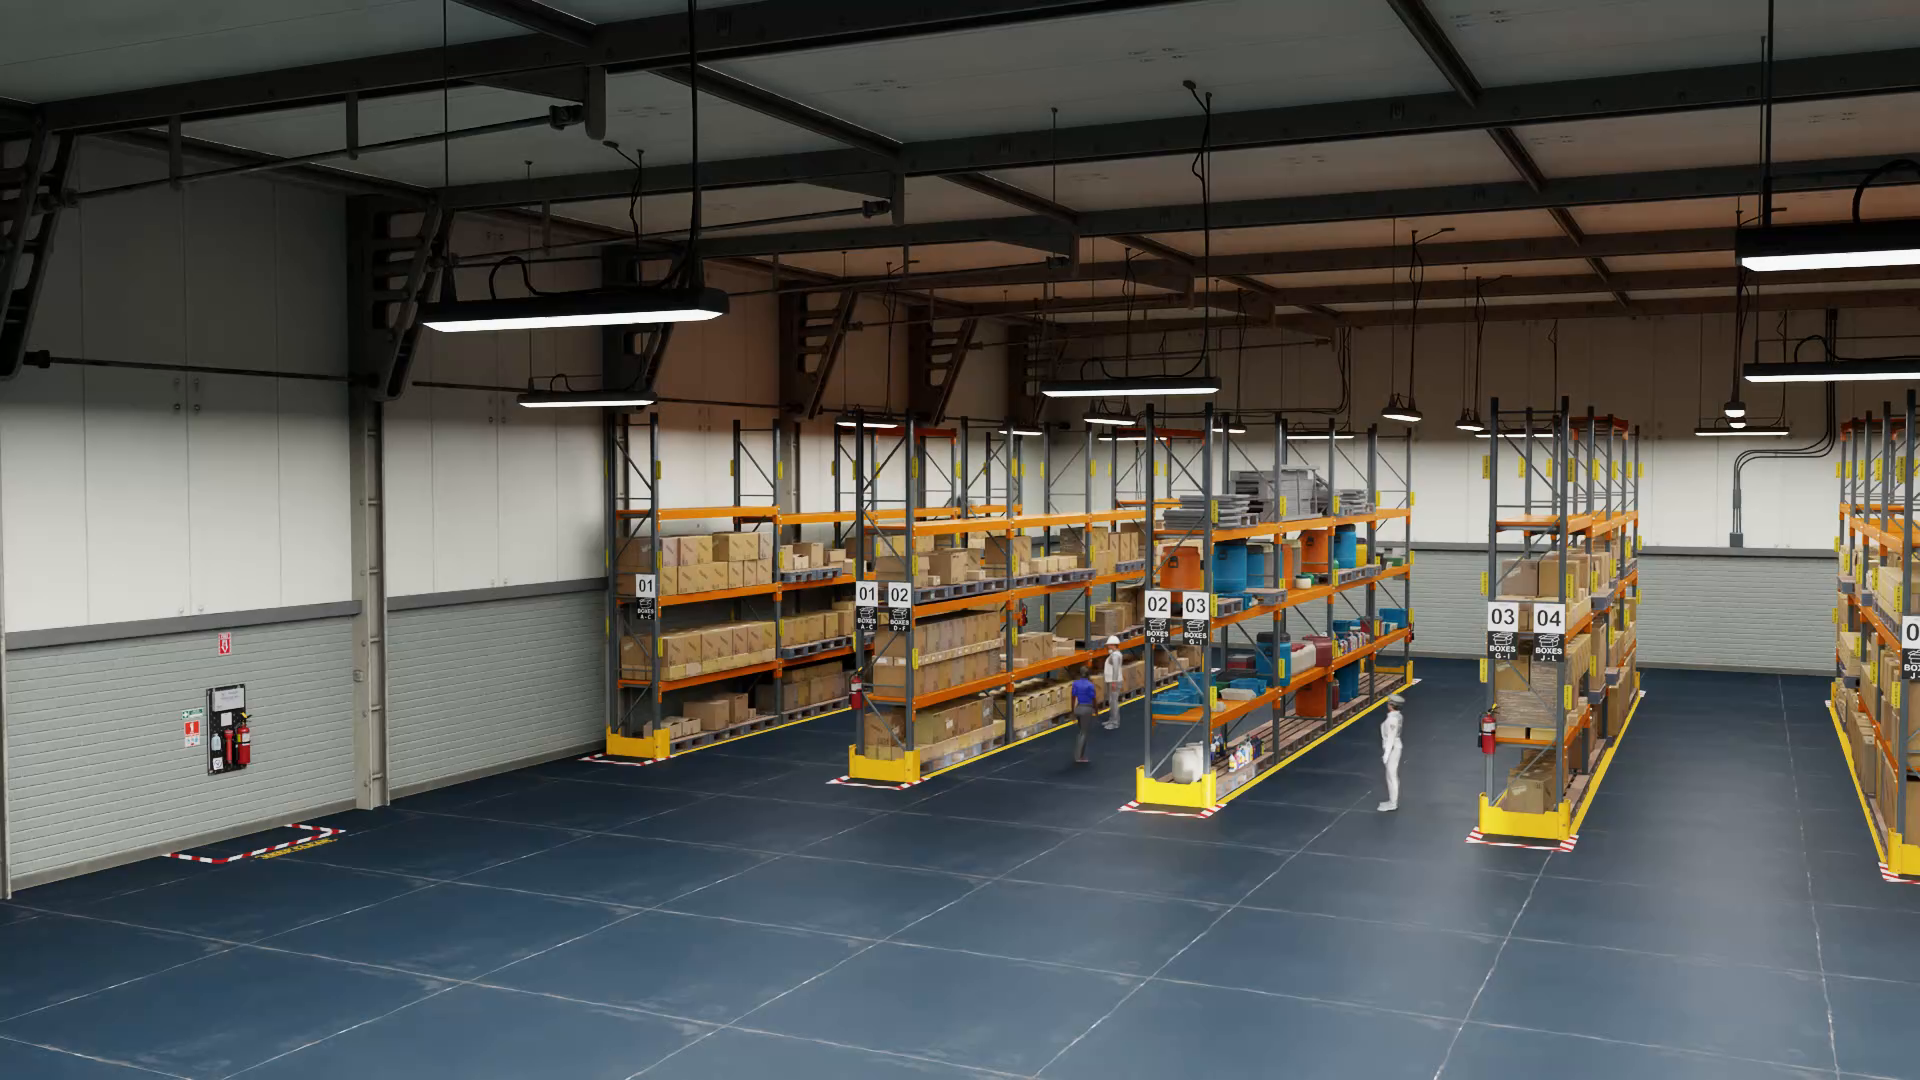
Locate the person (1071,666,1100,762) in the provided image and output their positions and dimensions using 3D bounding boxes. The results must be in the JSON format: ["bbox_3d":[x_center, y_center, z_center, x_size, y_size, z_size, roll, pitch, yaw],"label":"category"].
[{"bbox_3d":[2.164,2.993,28.389,0.461,1.672,0.439,-2,3,-35],"label":"person"}]

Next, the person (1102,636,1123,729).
[{"bbox_3d":[2.964,2.754,32.300,0.403,1.773,0.598,0,2,4],"label":"person"}]

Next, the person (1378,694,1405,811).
[{"bbox_3d":[6.373,3.126,24.568,0.374,1.711,0.495,0,2,11],"label":"person"}]
